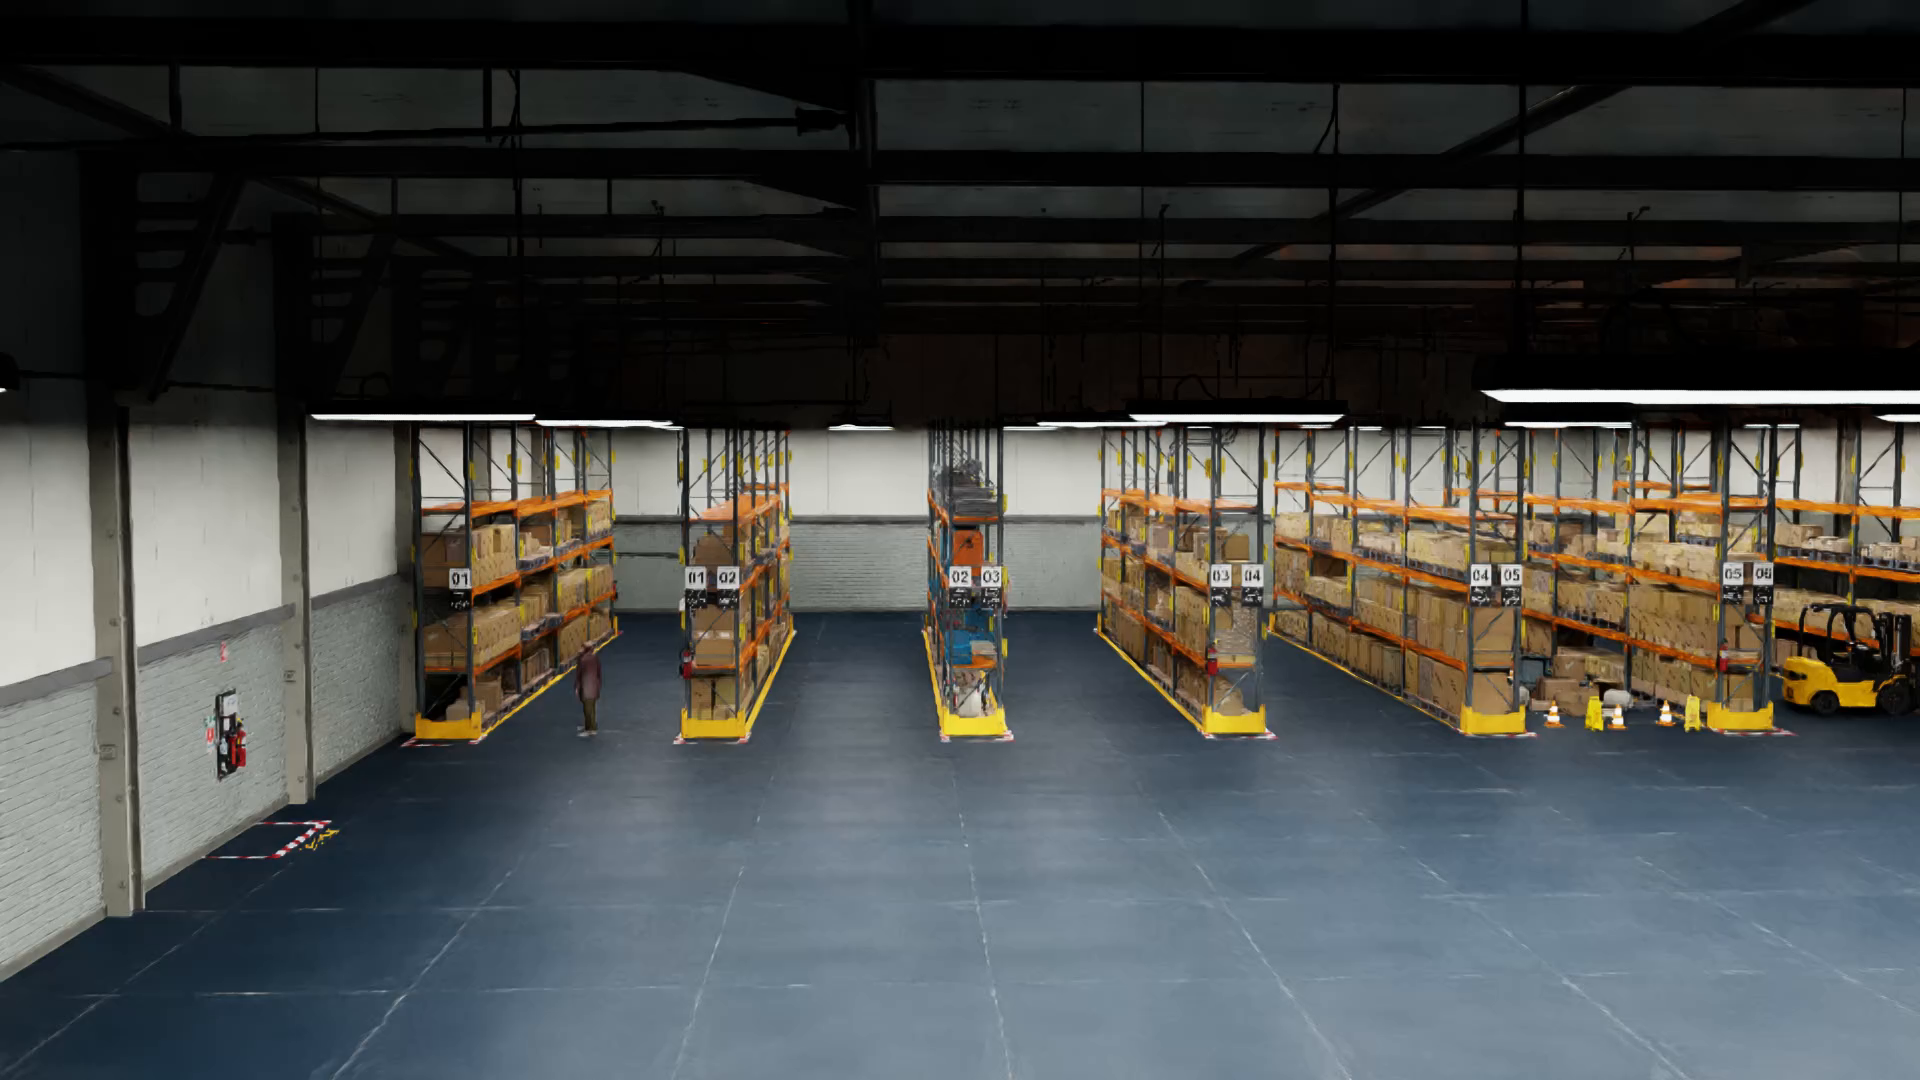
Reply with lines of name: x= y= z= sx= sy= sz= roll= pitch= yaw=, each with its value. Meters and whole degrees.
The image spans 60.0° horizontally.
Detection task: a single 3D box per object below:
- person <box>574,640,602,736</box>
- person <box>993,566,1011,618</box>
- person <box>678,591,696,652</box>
person: x=-7.040 y=2.769 z=31.373 sx=0.630 sy=1.773 sz=0.678 roll=2 pitch=4 yaw=26
person: x=1.274 y=1.589 z=51.099 sx=0.598 sy=1.619 sz=0.507 roll=0 pitch=4 yaw=-5
person: x=-7.105 y=2.086 z=43.324 sx=0.456 sy=1.589 sz=1.088 roll=0 pitch=4 yaw=0
